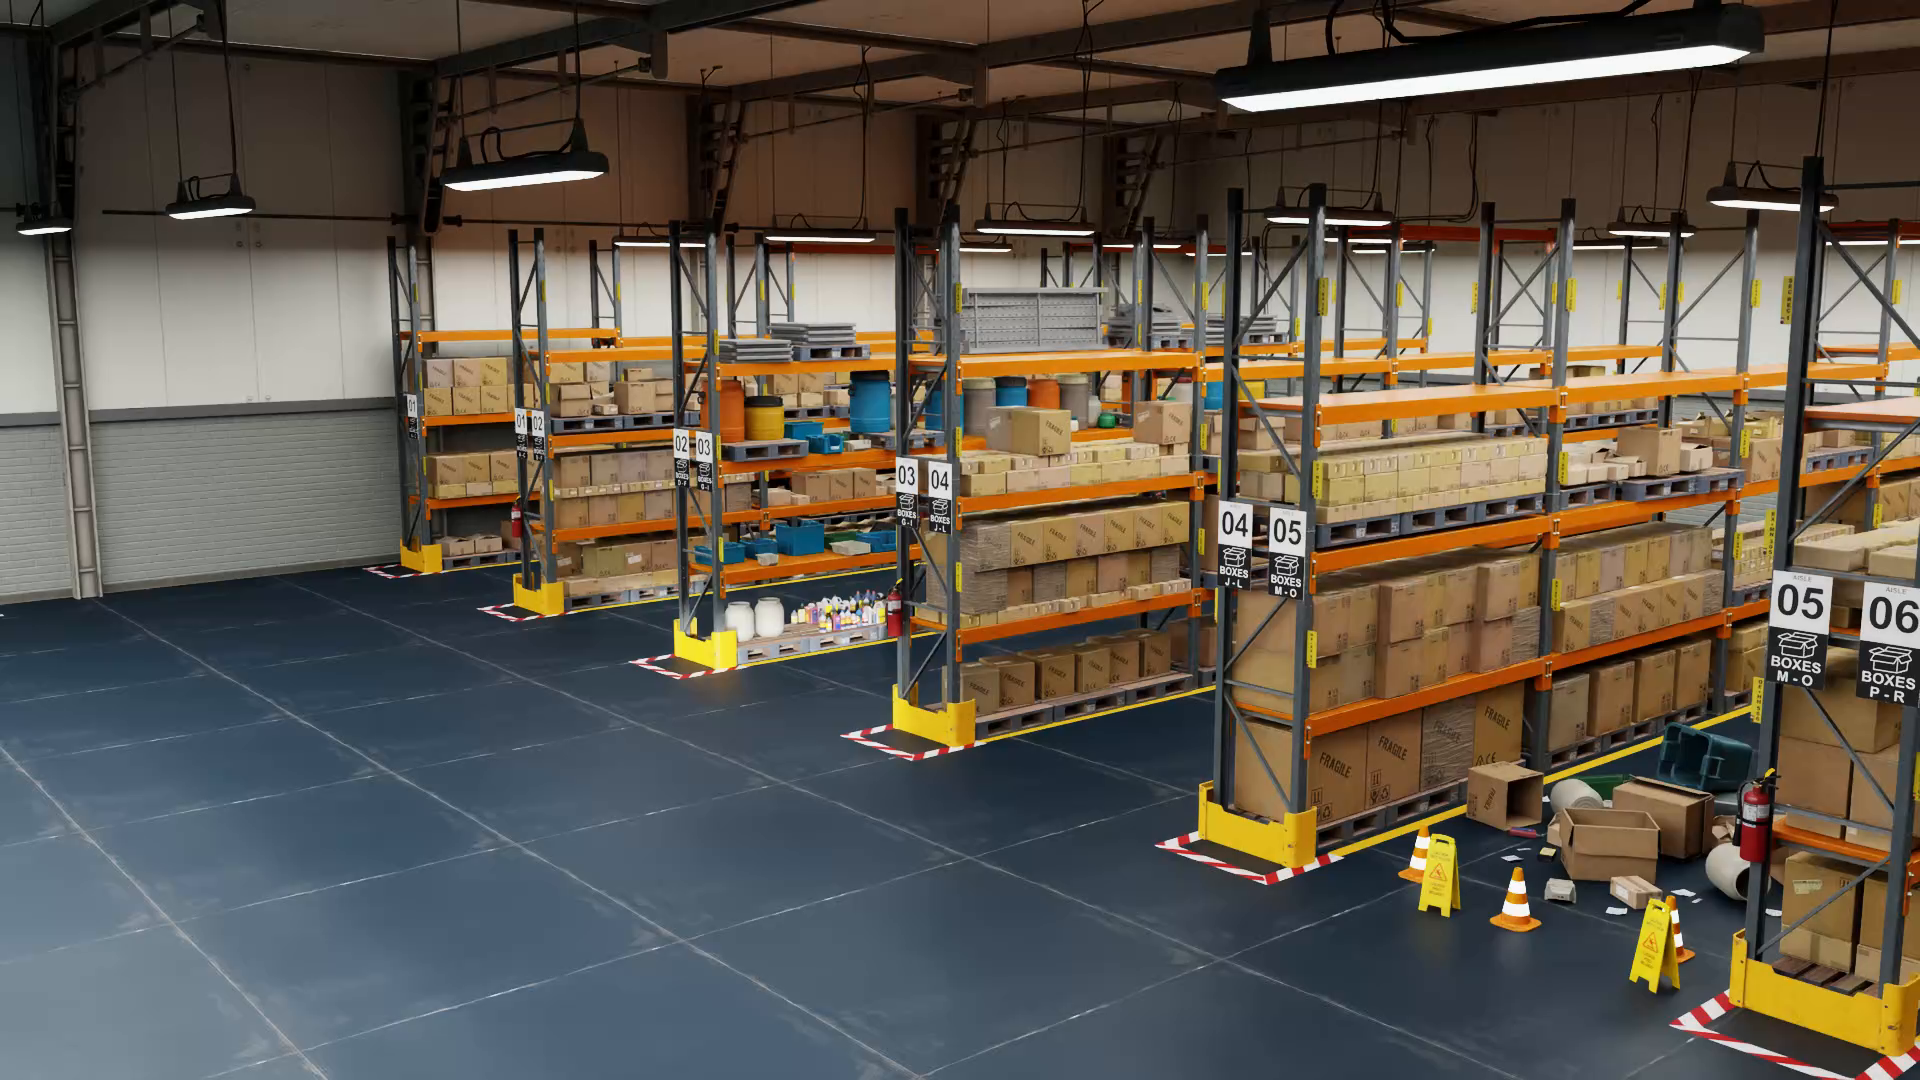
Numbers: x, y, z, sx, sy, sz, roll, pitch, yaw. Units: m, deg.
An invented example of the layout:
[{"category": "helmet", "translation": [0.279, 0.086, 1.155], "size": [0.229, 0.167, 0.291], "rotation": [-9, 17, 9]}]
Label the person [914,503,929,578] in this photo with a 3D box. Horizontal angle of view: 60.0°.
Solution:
[{"category": "person", "translation": [-0.364, -0.266, 28.013], "size": [0.965, 1.761, 0.695], "rotation": [-7, 11, -40]}]
